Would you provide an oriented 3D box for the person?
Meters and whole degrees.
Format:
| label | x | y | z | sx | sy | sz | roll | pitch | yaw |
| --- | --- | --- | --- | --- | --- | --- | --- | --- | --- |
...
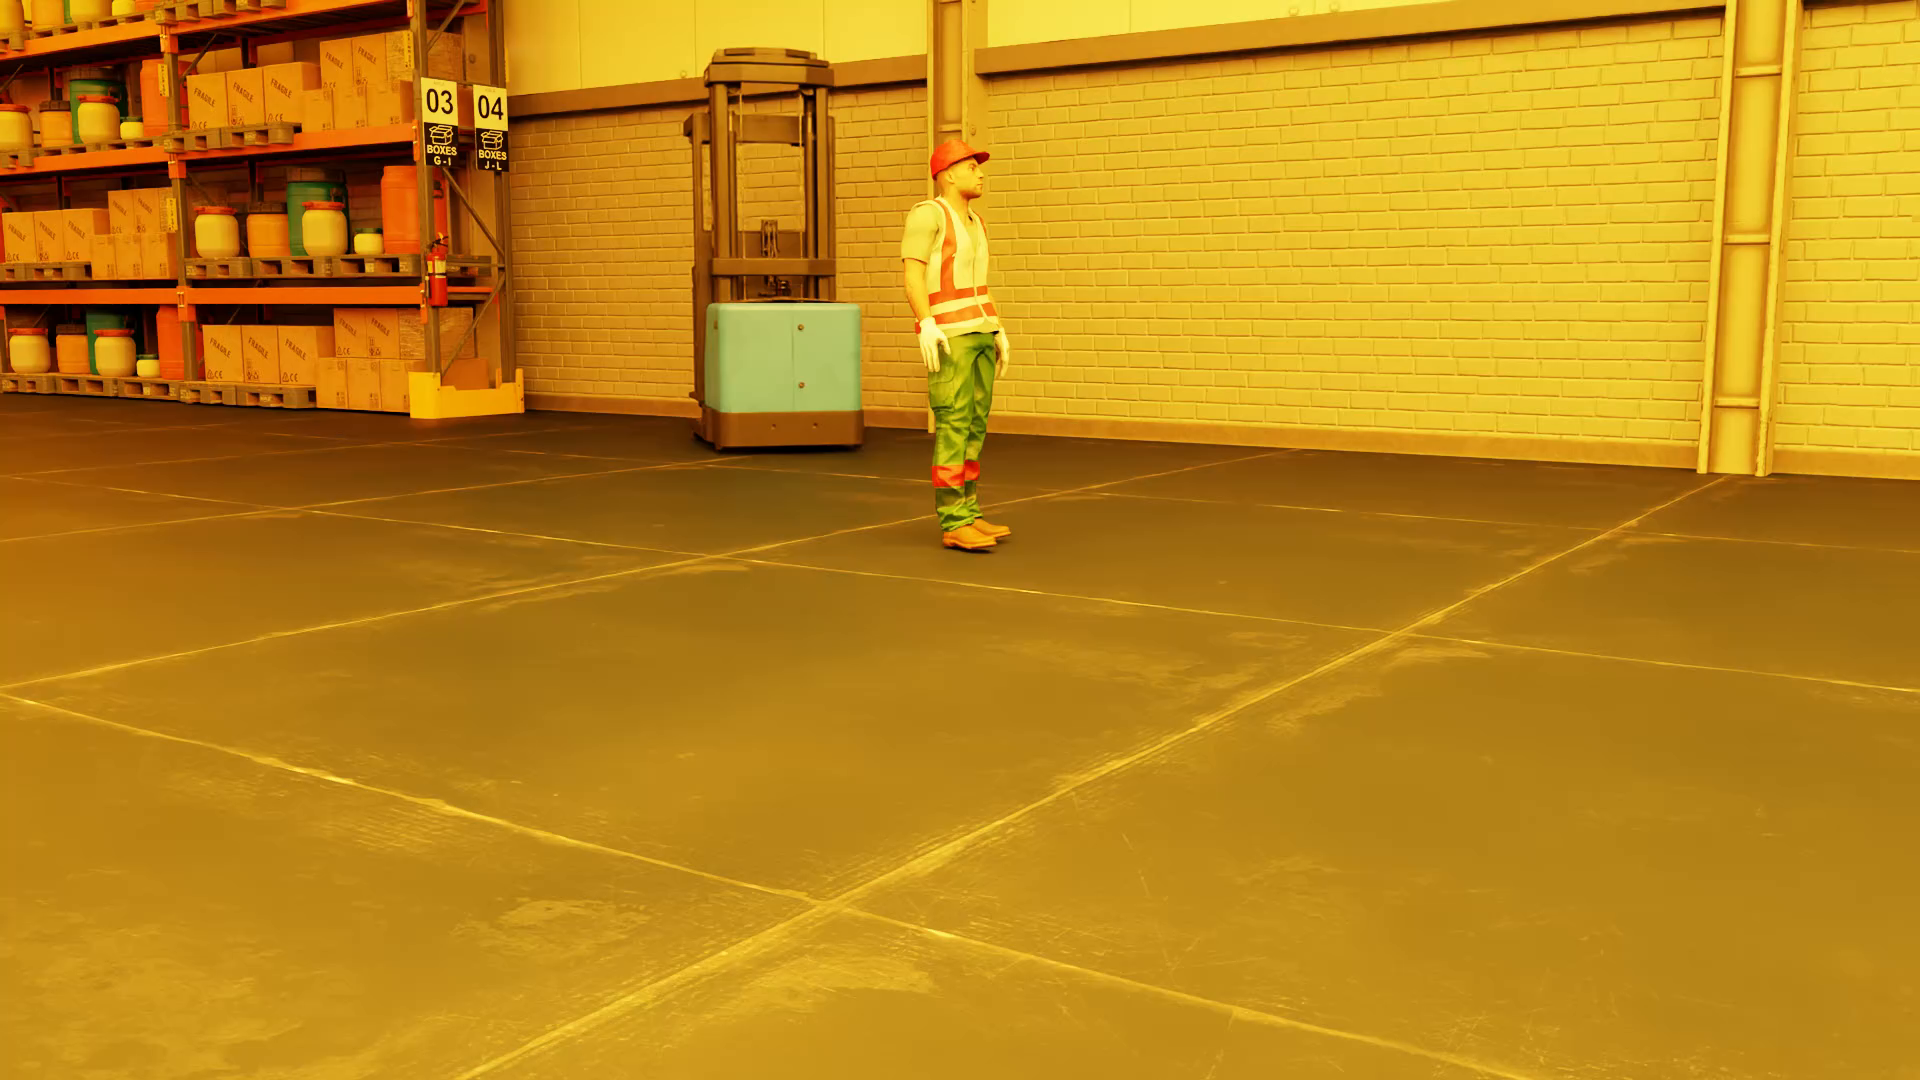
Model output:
| label | x | y | z | sx | sy | sz | roll | pitch | yaw |
| --- | --- | --- | --- | --- | --- | --- | --- | --- | --- |
| person | 0.059 | -0.885 | 7.422 | 0.564 | 1.787 | 0.637 | 5 | 10 | 34 |

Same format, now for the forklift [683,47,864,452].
| label | x | y | z | sx | sy | sz | roll | pitch | yaw |
| --- | --- | --- | --- | --- | --- | --- | --- | --- | --- |
| forklift | -1.563 | -2.256 | 13.060 | 1.130 | 2.935 | 3.031 | -2 | 8 | -15 |
